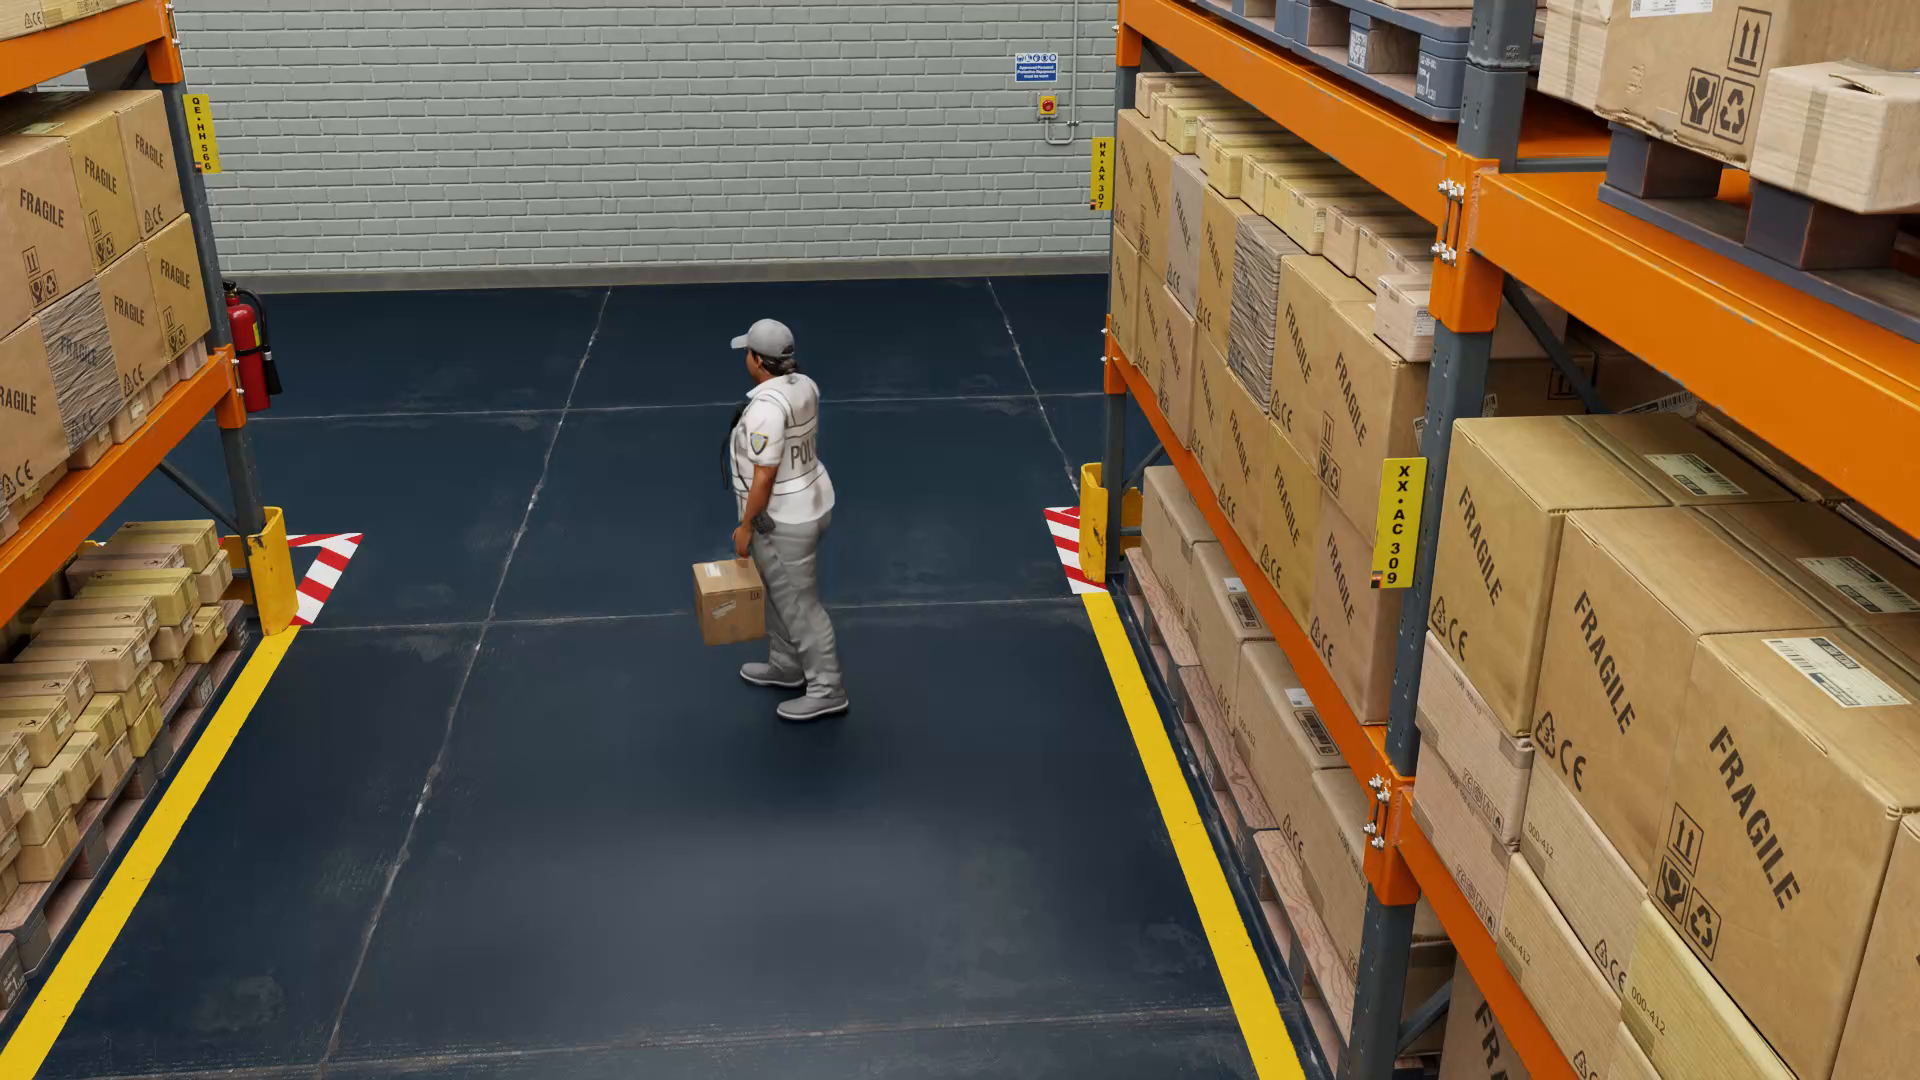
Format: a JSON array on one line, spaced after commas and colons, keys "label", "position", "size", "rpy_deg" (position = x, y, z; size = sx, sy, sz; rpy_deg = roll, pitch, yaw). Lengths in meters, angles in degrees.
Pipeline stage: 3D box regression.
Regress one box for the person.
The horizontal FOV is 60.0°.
[{"label": "person", "position": [-0.722, -0.086, 6.793], "size": [0.556, 1.657, 0.502], "rpy_deg": [6, 25, 13]}]
